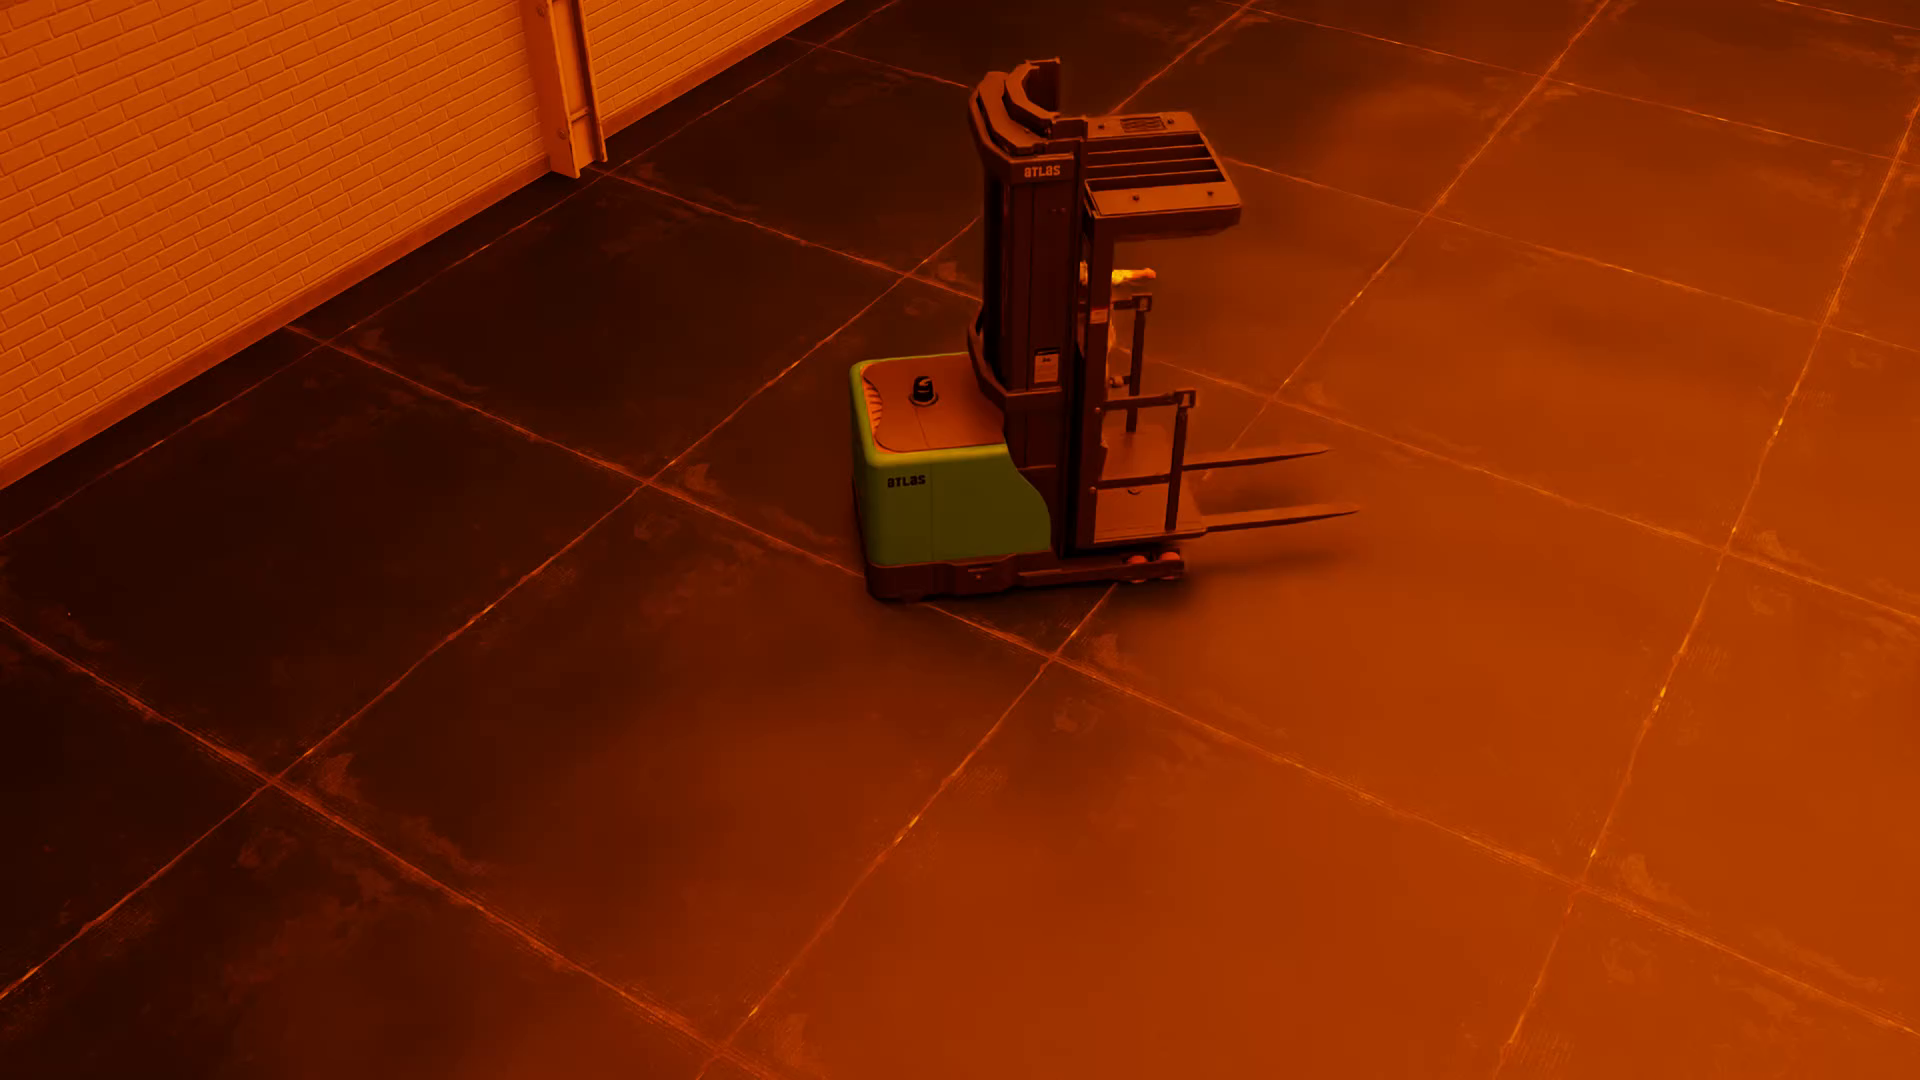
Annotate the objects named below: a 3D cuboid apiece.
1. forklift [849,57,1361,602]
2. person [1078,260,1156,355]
[{"bbox_3d":[0.894,-1.196,9.378,3.031,2.935,1.130,-6,41,-7],"label":"forklift"},{"bbox_3d":[0.841,-1.454,10.862,0.895,1.348,0.676,-3,40,-3],"label":"person"}]
